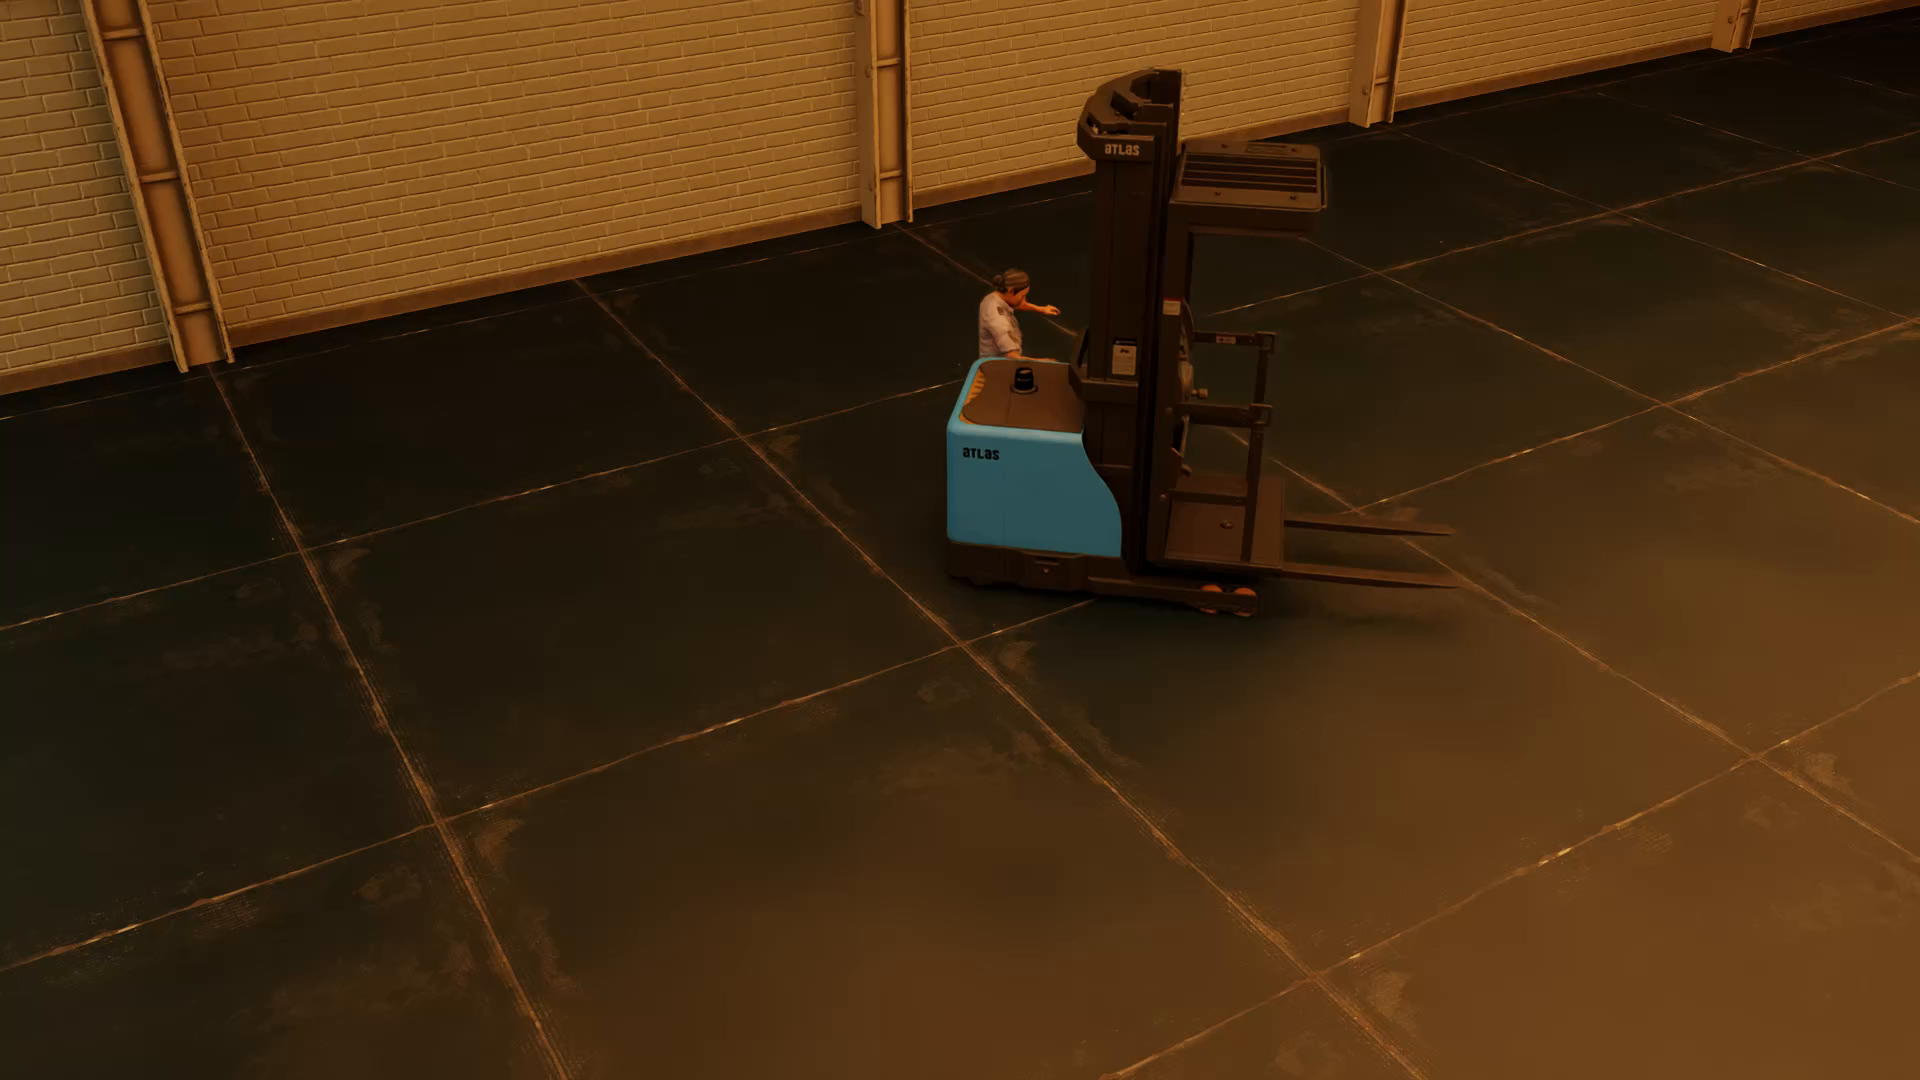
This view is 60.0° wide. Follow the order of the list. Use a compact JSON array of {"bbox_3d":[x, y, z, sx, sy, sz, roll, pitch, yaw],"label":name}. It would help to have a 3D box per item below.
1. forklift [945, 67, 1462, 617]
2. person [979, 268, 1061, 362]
[{"bbox_3d":[1.476,-1.105,9.492,3.031,2.935,1.130,5,31,9],"label":"forklift"},{"bbox_3d":[0.403,-1.101,10.936,0.815,1.469,1.245,-3,31,-4],"label":"person"}]
